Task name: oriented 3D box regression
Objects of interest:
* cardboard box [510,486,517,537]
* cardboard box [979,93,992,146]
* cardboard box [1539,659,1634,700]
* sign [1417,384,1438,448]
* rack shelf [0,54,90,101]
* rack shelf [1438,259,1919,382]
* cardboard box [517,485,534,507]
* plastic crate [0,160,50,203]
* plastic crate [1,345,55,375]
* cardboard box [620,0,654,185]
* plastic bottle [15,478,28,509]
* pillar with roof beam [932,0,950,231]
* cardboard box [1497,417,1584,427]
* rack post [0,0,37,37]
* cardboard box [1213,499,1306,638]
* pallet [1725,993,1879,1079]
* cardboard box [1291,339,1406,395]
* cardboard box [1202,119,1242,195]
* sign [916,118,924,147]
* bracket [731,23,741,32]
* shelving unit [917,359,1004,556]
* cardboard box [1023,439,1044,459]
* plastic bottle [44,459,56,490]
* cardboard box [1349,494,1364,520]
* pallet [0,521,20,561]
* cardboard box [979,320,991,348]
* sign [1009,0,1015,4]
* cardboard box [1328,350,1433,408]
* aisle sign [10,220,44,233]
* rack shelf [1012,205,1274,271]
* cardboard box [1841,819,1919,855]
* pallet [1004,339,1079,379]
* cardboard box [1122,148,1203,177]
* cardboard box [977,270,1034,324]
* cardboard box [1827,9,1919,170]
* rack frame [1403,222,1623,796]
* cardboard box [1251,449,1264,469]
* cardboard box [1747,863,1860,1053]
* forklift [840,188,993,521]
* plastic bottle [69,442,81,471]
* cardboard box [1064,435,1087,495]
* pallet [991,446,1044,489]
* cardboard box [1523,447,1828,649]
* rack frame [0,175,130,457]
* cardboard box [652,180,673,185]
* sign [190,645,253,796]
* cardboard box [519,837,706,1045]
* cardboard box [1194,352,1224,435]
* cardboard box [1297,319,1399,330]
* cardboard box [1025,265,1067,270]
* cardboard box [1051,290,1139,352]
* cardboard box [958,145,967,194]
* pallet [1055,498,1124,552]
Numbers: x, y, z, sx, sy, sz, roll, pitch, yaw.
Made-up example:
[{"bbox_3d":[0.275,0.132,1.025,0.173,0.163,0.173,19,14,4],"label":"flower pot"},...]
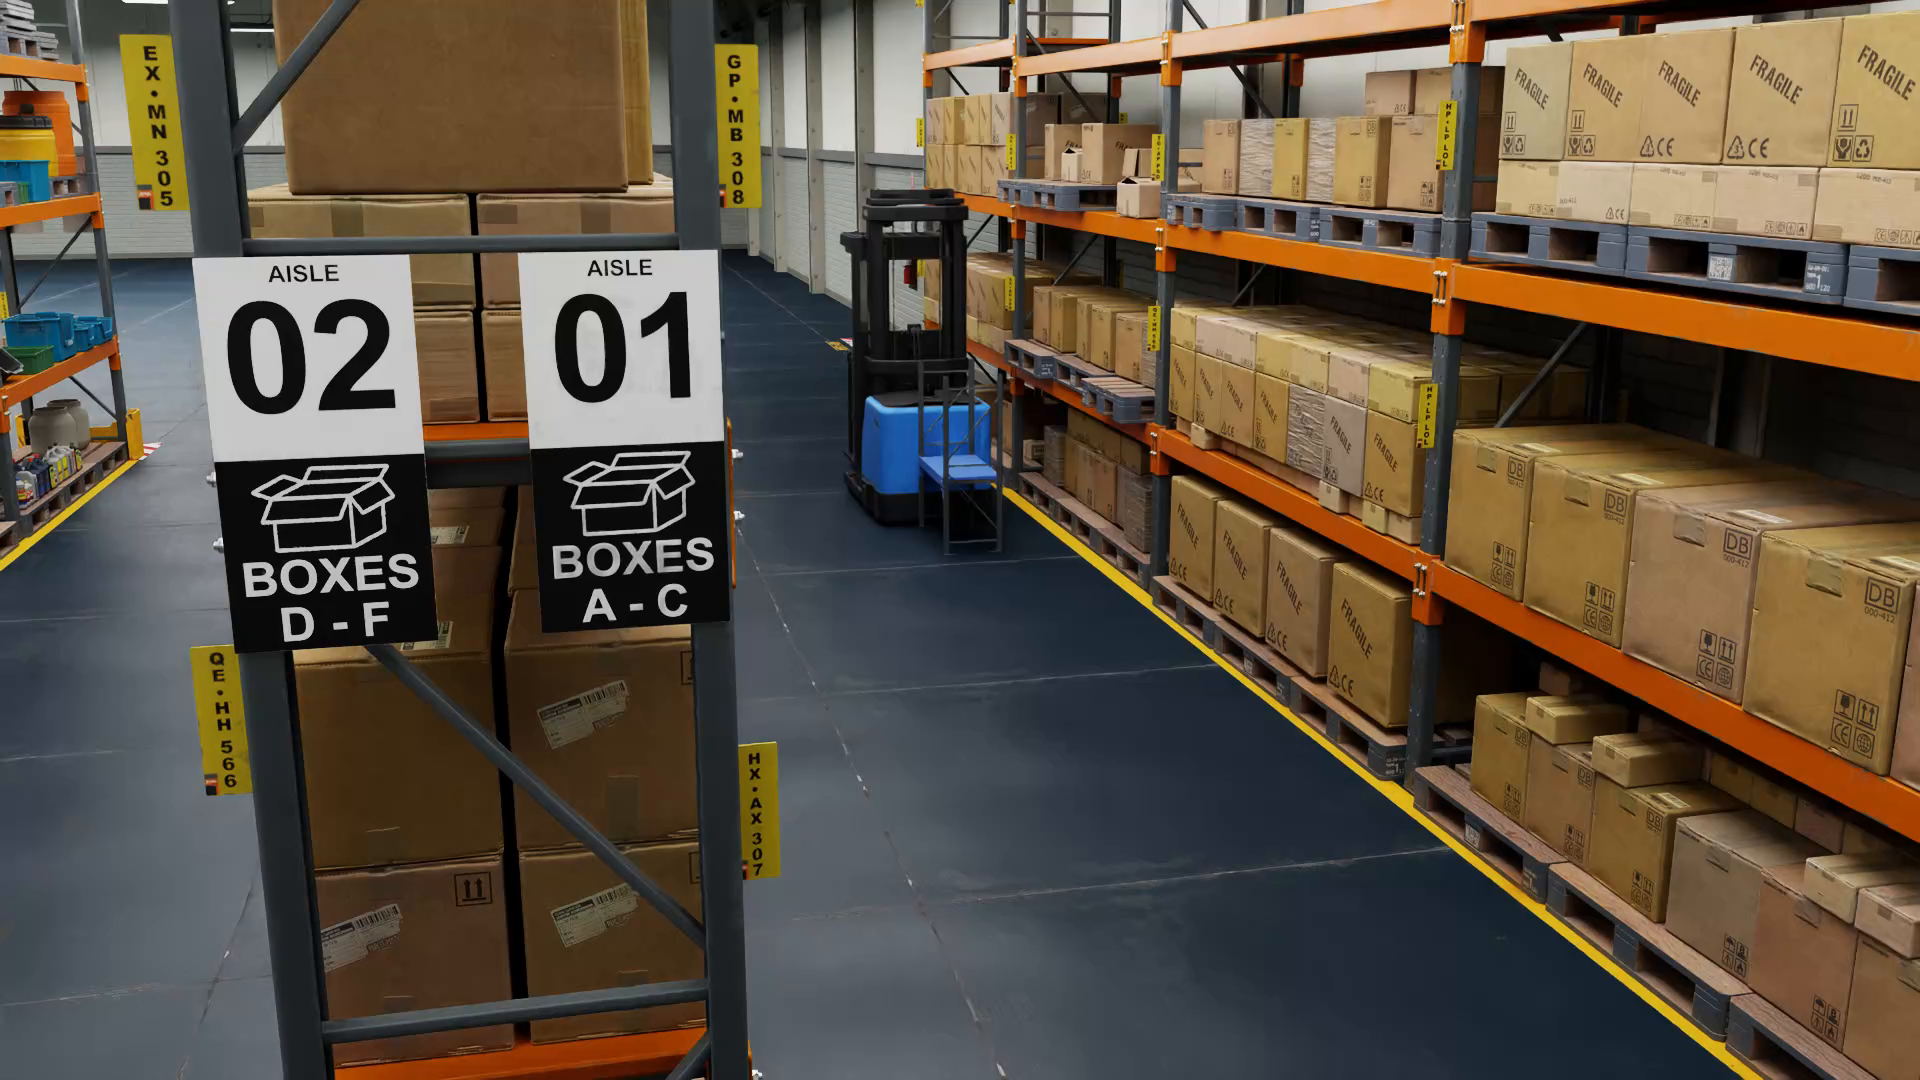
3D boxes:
[{"bbox_3d":[-1.968,-0.148,6.394,0.500,0.500,0.500,-4,14,-15],"label":"cardboard box"},{"bbox_3d":[0.488,-4.208,16.649,0.500,0.500,0.500,-3,14,-10],"label":"cardboard box"},{"bbox_3d":[3.122,0.695,8.277,0.380,0.149,0.250,-3,14,-14],"label":"cardboard box"},{"bbox_3d":[2.362,-0.625,8.394,0.100,0.325,0.005,-3,14,-13],"label":"sign"},{"bbox_3d":[-9.091,-4.259,15.258,1.077,0.370,4.000,-3,14,-13],"label":"rack shelf"},{"bbox_3d":[3.357,-0.780,6.495,1.077,0.370,4.000,-3,14,-13],"label":"rack shelf"},{"bbox_3d":[-1.198,0.062,5.537,0.500,0.500,0.500,-3,14,-14],"label":"cardboard box"},{"bbox_3d":[-8.820,-3.376,15.639,0.392,0.384,0.575,-3,14,-13],"label":"plastic crate"},{"bbox_3d":[-8.666,-1.653,15.320,0.450,0.188,0.662,-3,14,-13],"label":"plastic crate"},{"bbox_3d":[-1.159,-1.163,4.230,0.700,0.500,0.500,-3,14,-13],"label":"cardboard box"},{"bbox_3d":[-8.270,-0.413,14.621,0.097,0.271,0.097,0,14,0],"label":"plastic bottle"},{"bbox_3d":[-4.519,-6.847,23.493,9.100,9.000,0.400,-3,14,-13],"label":"pillar with roof beam"},{"bbox_3d":[3.024,-0.457,9.097,0.500,0.500,0.500,-4,14,-15],"label":"cardboard box"},{"bbox_3d":[-9.075,-4.782,15.200,0.937,0.300,0.954,-4,14,-14],"label":"rack post"},{"bbox_3d":[2.193,0.163,11.084,0.750,0.750,0.750,-3,14,-13],"label":"cardboard box"},{"bbox_3d":[3.563,1.963,5.946,1.003,0.211,1.213,-3,14,-13],"label":"pallet"},{"bbox_3d":[2.298,-1.031,9.865,0.500,0.250,0.500,-3,14,-12],"label":"cardboard box"},{"bbox_3d":[2.115,-2.669,11.575,0.700,0.500,0.500,-4,14,-18],"label":"cardboard box"},{"bbox_3d":[-0.458,-4.754,19.402,0.100,0.325,0.005,-3,14,-13],"label":"sign"},{"bbox_3d":[-6.219,-14.257,46.238,0.235,0.232,0.430,-3,14,-13],"label":"bracket"},{"bbox_3d":[-0.006,-0.733,14.267,0.538,1.500,1.048,-3,14,-13],"label":"shelving unit"},{"bbox_3d":[0.854,-0.938,16.991,0.380,0.166,0.250,-5,15,-21],"label":"cardboard box"},{"bbox_3d":[-8.450,-0.615,15.419,0.061,0.283,0.133,-3,14,-11],"label":"plastic bottle"},{"bbox_3d":[2.434,-0.203,9.424,0.380,0.149,0.250,-3,14,-11],"label":"cardboard box"},{"bbox_3d":[-8.399,0.106,13.547,1.003,0.211,1.213,-3,14,-13],"label":"pallet"},{"bbox_3d":[0.494,-2.124,17.075,0.500,0.250,0.500,-3,14,-13],"label":"cardboard box"},{"bbox_3d":[0.613,-6.373,19.251,0.100,0.325,0.005,-3,14,-13],"label":"sign"},{"bbox_3d":[2.418,-0.913,9.384,0.500,0.250,0.500,-3,14,-12],"label":"cardboard box"},{"bbox_3d":[-9.863,-3.613,17.418,0.394,0.787,0.004,-3,14,-13],"label":"aisle sign"},{"bbox_3d":[1.478,-2.626,14.050,1.077,0.370,4.000,-3,14,-13],"label":"rack shelf"},{"bbox_3d":[3.611,1.171,6.328,0.380,0.149,0.250,-3,14,-13],"label":"cardboard box"},{"bbox_3d":[1.047,-1.702,15.477,1.003,0.211,1.213,-3,14,-13],"label":"pallet"},{"bbox_3d":[1.734,-2.878,13.306,0.797,0.503,0.637,-1,14,-5],"label":"cardboard box"},{"bbox_3d":[0.474,-2.487,16.981,0.500,0.500,0.500,-3,14,-14],"label":"cardboard box"},{"bbox_3d":[3.283,-1.482,5.493,0.500,0.500,0.500,-3,14,-11],"label":"cardboard box"},{"bbox_3d":[2.887,-0.134,8.655,1.000,3.000,0.127,-3,14,-13],"label":"rack frame"},{"bbox_3d":[2.129,-0.560,10.887,0.380,0.149,0.250,-3,14,-12],"label":"cardboard box"},{"bbox_3d":[3.448,1.528,6.235,0.700,0.500,0.500,-3,14,-13],"label":"cardboard box"},{"bbox_3d":[-0.534,-1.900,16.027,1.130,2.935,3.031,-3,14,-13],"label":"forklift"},{"bbox_3d":[-8.658,-0.819,16.255,0.061,0.283,0.133,-3,14,-12],"label":"plastic bottle"},{"bbox_3d":[1.368,-0.694,15.285,0.700,0.500,0.500,-4,14,-14],"label":"cardboard box"},{"bbox_3d":[0.816,-0.778,17.166,1.003,0.211,1.213,-3,14,-13],"label":"pallet"},{"bbox_3d":[3.165,0.015,7.413,0.980,0.700,0.700,-4,14,-15],"label":"cardboard box"},{"bbox_3d":[-9.561,-2.350,17.725,1.000,3.000,0.127,-3,14,-13],"label":"rack frame"},{"bbox_3d":[-0.966,-0.810,4.365,0.500,0.250,0.500,-3,14,-13],"label":"cardboard box"},{"bbox_3d":[-1.532,0.376,3.461,0.100,0.325,0.005,-3,14,-13],"label":"sign"},{"bbox_3d":[-0.835,0.900,4.211,0.500,0.500,0.500,-3,14,-12],"label":"cardboard box"},{"bbox_3d":[1.927,-1.012,11.368,0.500,0.500,0.500,-3,14,-11],"label":"cardboard box"},{"bbox_3d":[2.542,-1.295,10.949,0.500,0.250,0.500,-4,14,-15],"label":"cardboard box"},{"bbox_3d":[0.872,-2.635,17.588,0.500,0.500,0.500,-3,14,-12],"label":"cardboard box"},{"bbox_3d":[1.219,-1.993,15.127,0.700,0.500,0.500,-2,14,-7],"label":"cardboard box"},{"bbox_3d":[0.268,-3.959,17.737,0.500,0.500,0.500,-2,14,-10],"label":"cardboard box"},{"bbox_3d":[1.483,-0.163,14.651,1.003,0.211,1.213,-3,14,-13],"label":"pallet"}]
